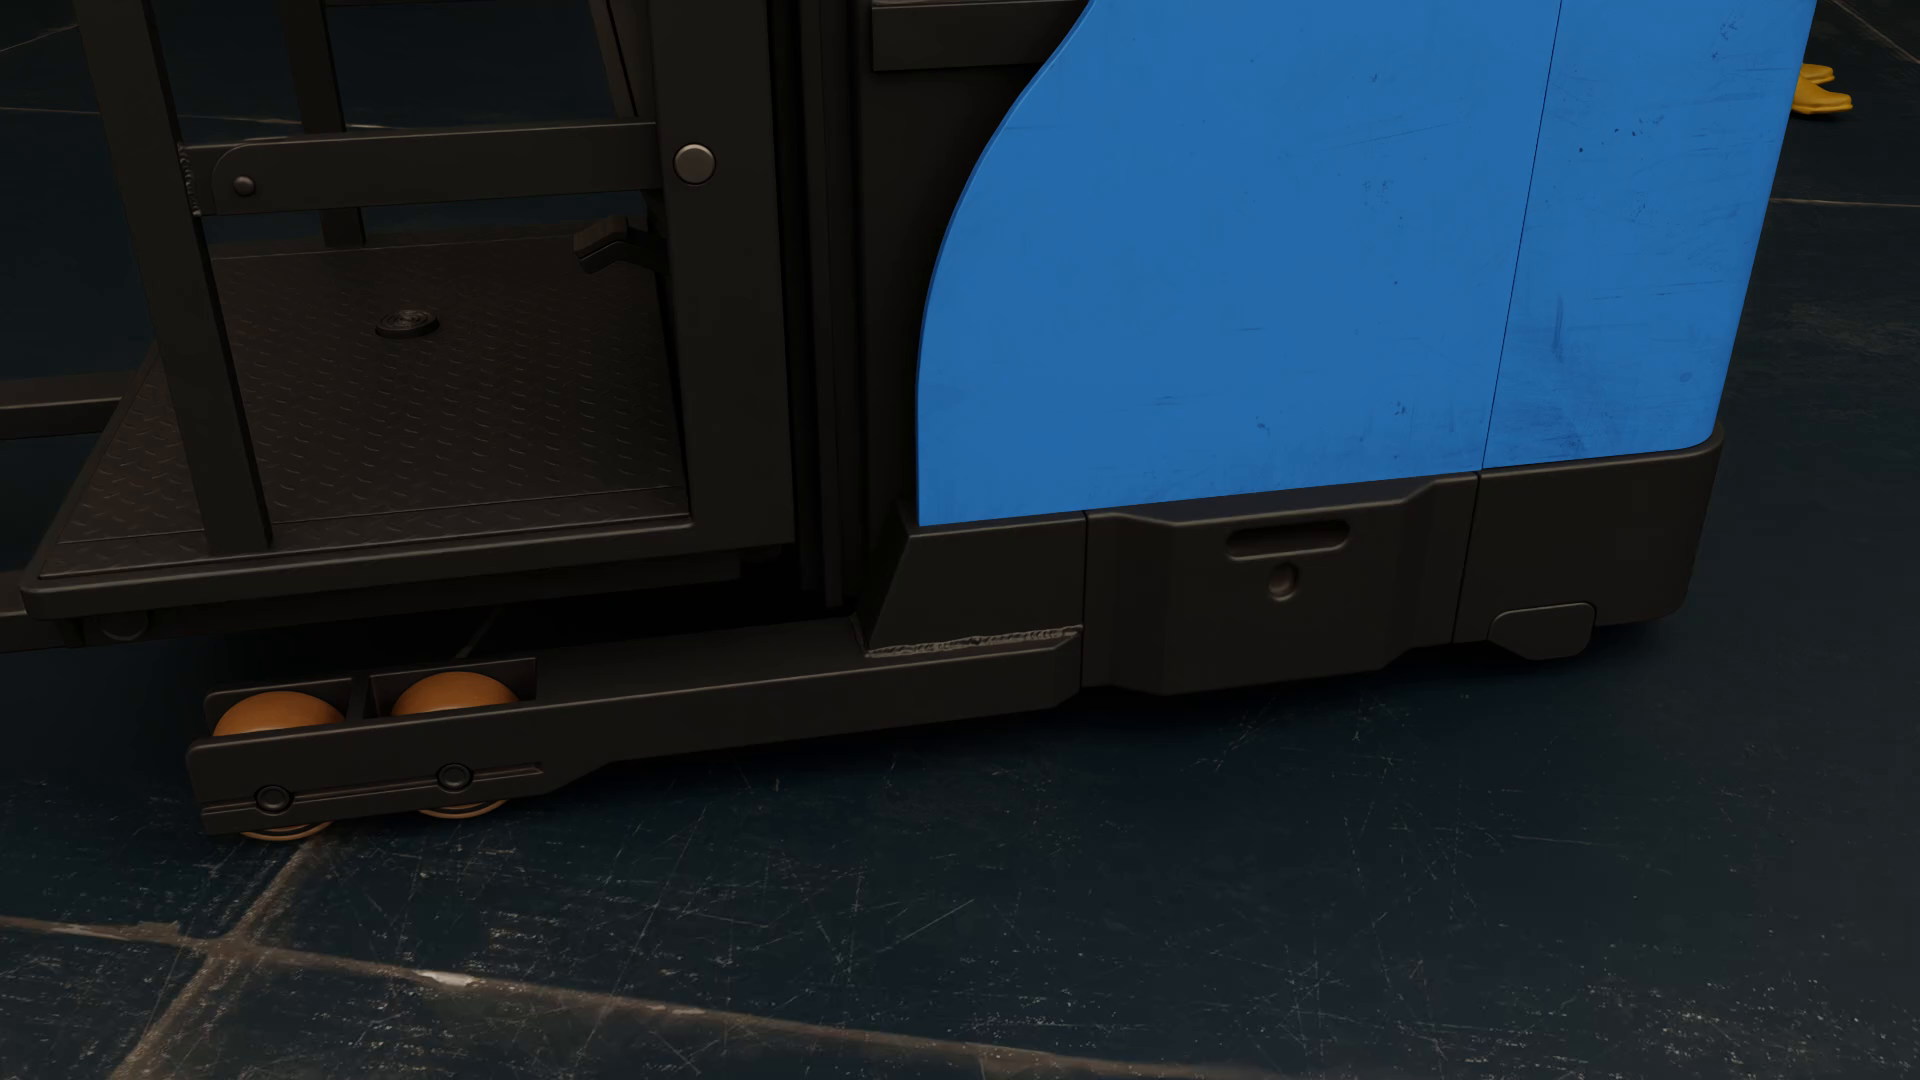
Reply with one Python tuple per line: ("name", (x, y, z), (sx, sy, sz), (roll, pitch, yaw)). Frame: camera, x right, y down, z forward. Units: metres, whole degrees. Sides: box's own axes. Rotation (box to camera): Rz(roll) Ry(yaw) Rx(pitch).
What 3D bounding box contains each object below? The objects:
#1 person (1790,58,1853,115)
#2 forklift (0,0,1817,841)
("person", (2.370, -2.111, 4.471), (0.578, 1.765, 0.666), (20, 35, 32))
("forklift", (-0.596, -1.221, 1.680), (3.031, 2.935, 1.130), (-6, 30, -10))
